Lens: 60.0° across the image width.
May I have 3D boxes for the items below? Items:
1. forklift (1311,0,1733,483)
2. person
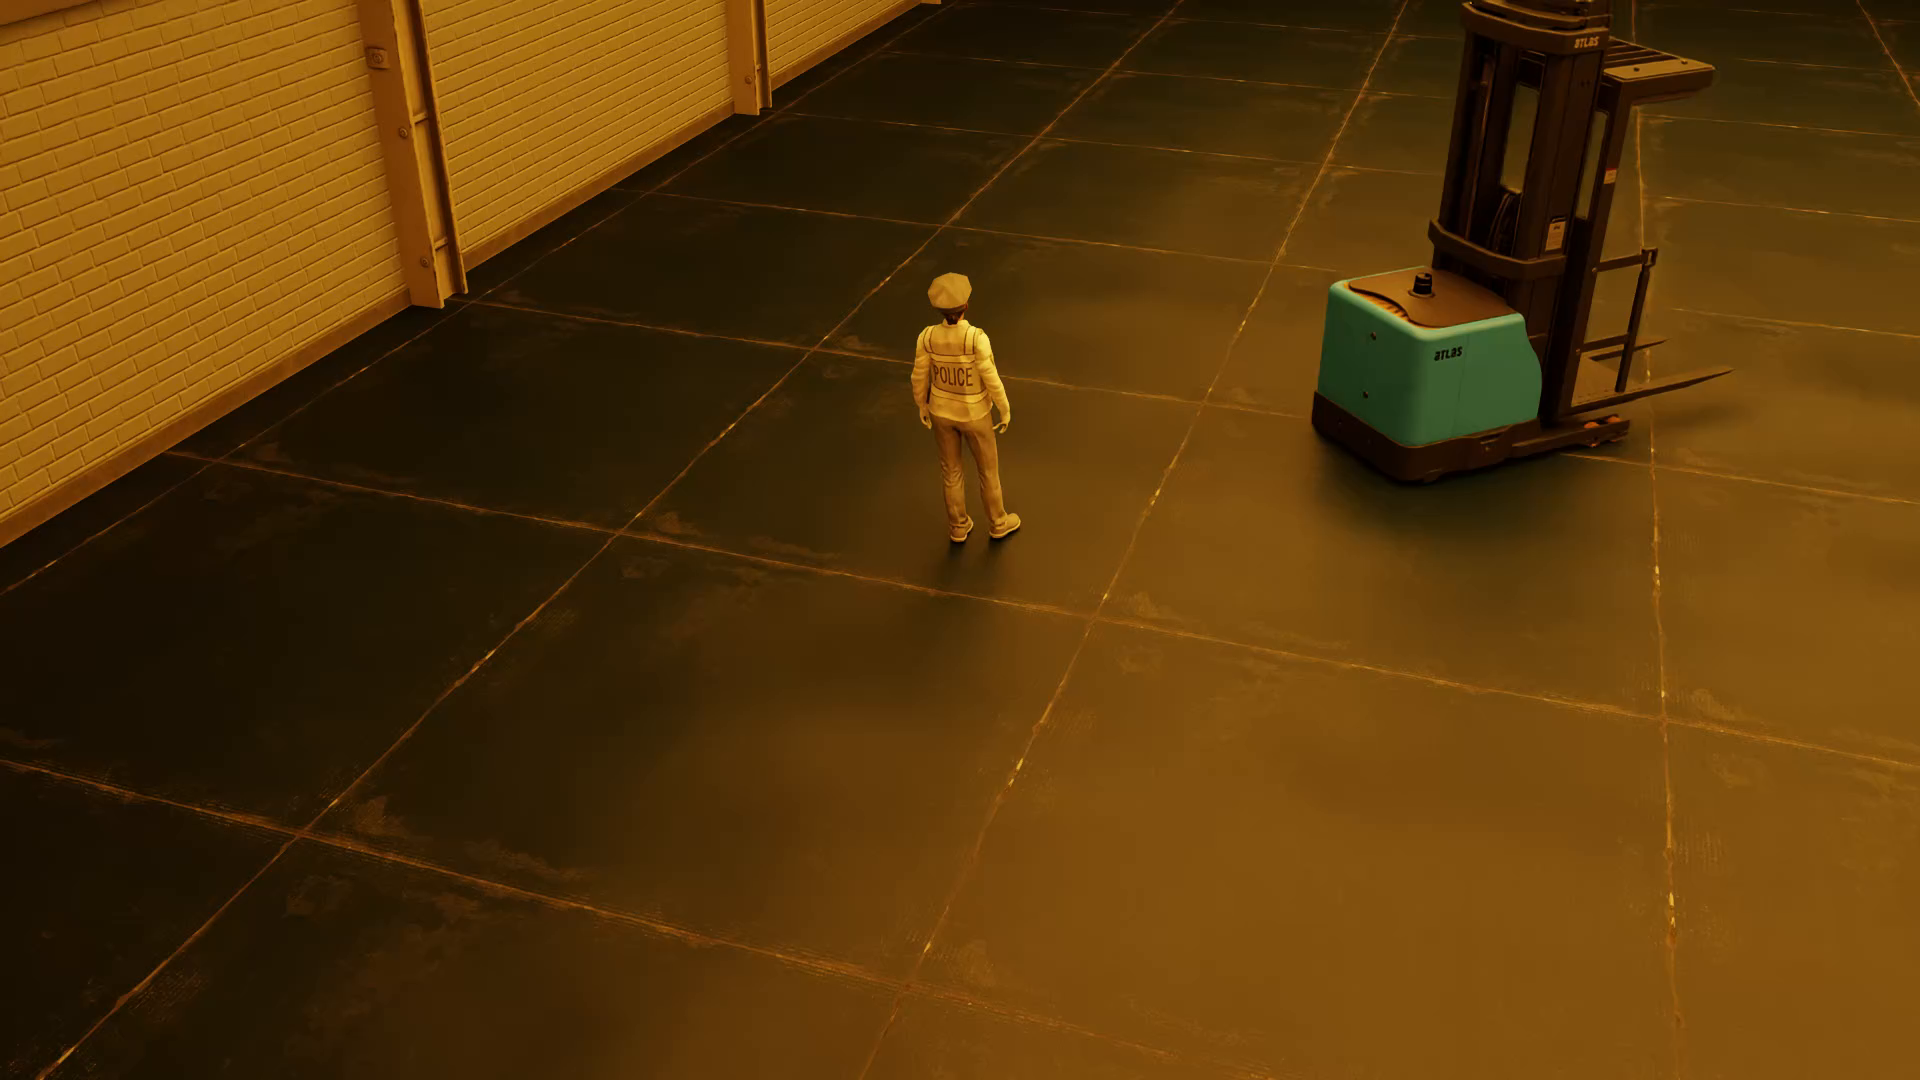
[{"bbox_3d":[3.961,-2.122,10.859,3.031,2.935,1.130,-13,32,-22],"label":"forklift"},{"bbox_3d":[0.028,-0.773,9.726,0.588,1.696,0.533,10,31,16],"label":"person"}]
